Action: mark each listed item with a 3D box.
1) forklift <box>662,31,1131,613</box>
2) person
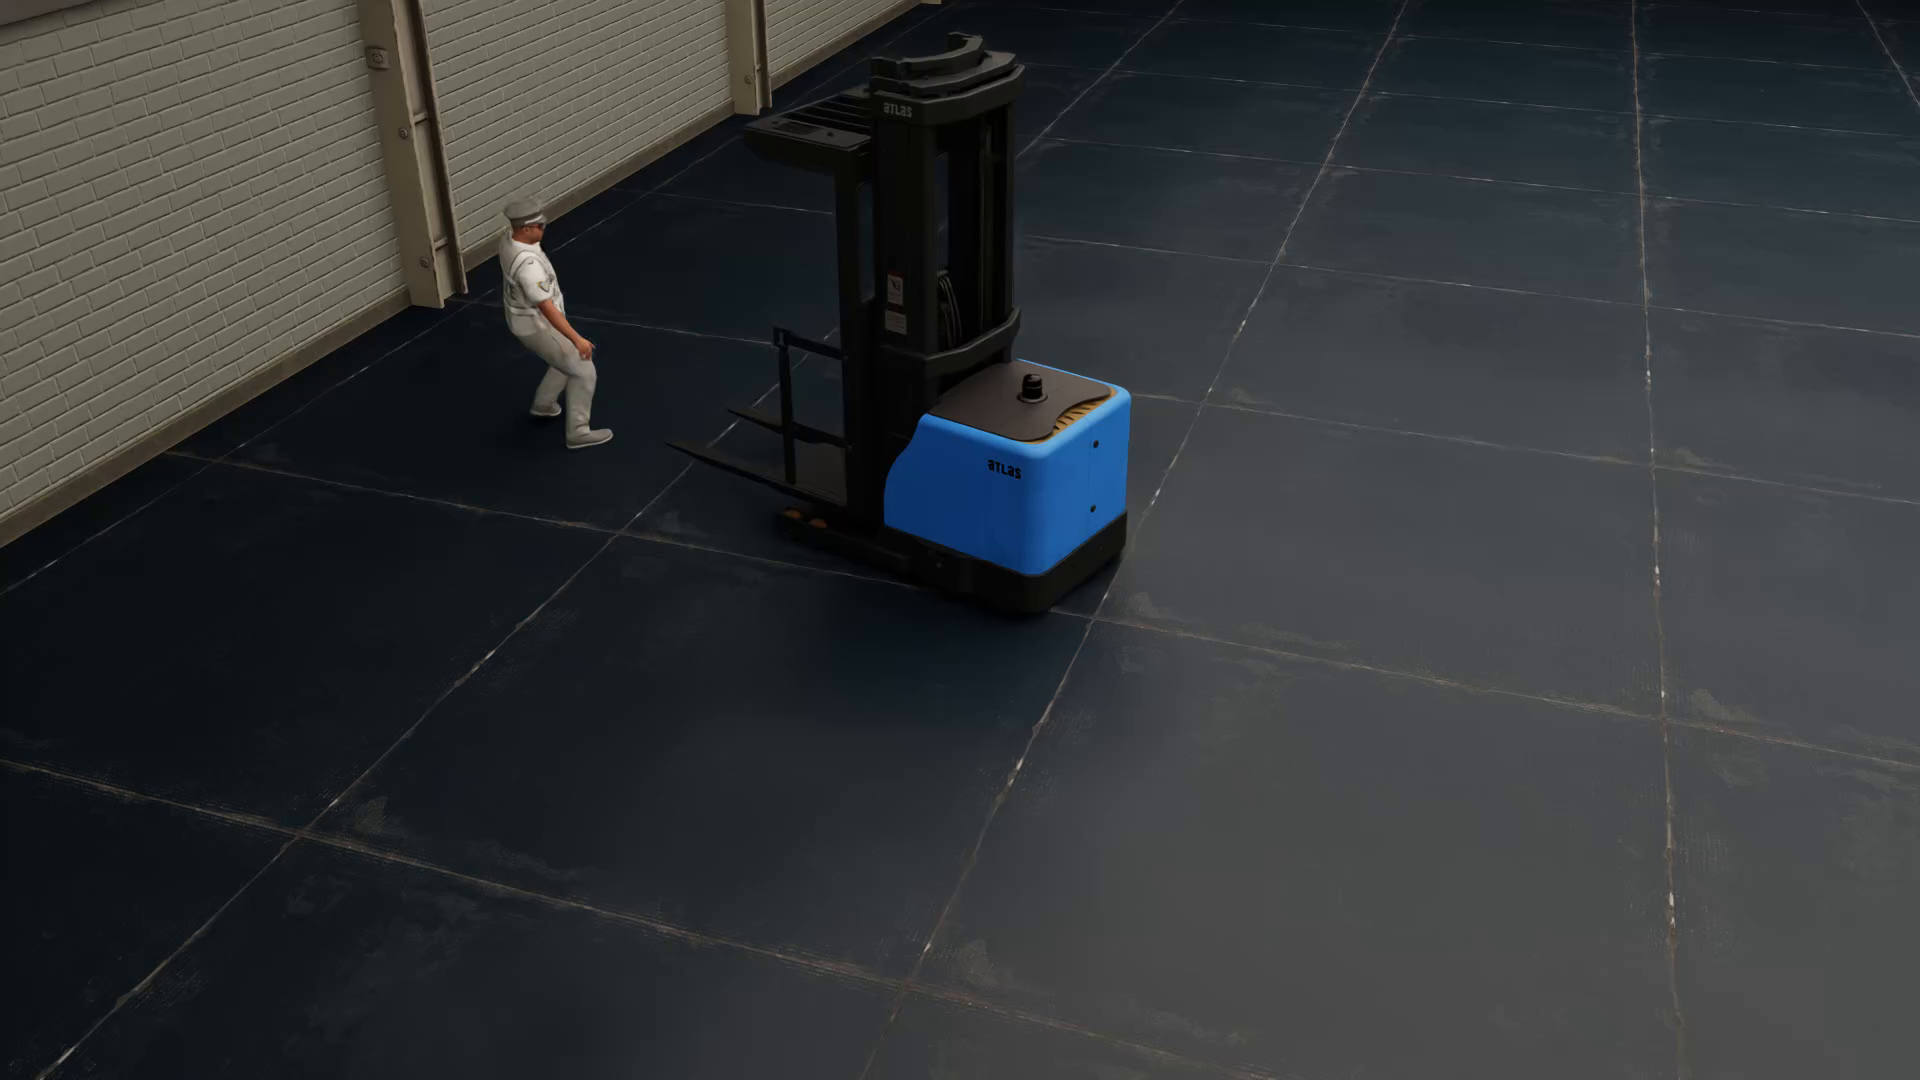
[{"bbox_3d":[-0.511,-1.428,9.641,3.031,2.935,1.130,19,35,30],"label":"forklift"},{"bbox_3d":[-2.688,-1.449,10.964,0.538,1.648,0.832,-13,32,-22],"label":"person"}]
